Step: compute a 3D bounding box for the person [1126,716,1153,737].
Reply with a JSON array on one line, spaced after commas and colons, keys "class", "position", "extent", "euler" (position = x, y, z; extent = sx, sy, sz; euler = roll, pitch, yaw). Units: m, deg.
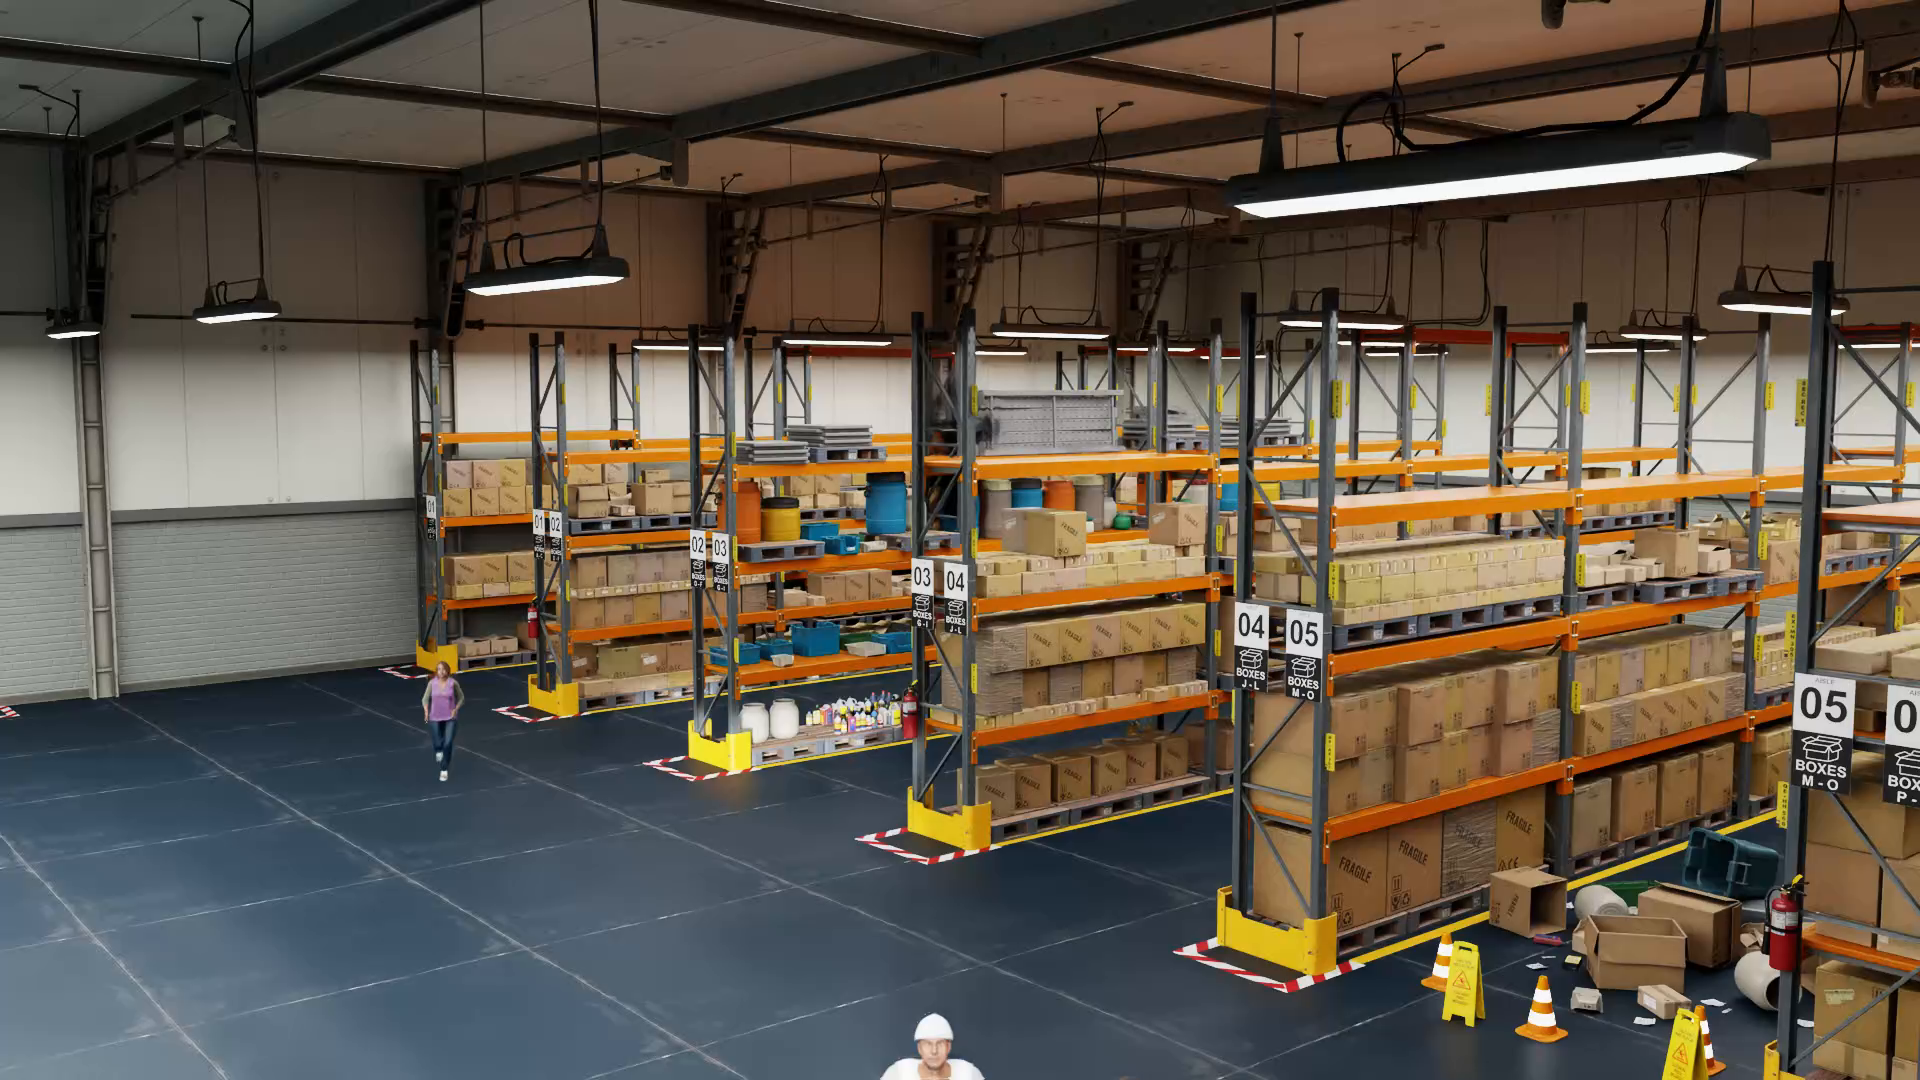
[{"class": "person", "position": [2.503, 1.876, 23.171], "extent": [0.670, 1.859, 0.712], "euler": [5, 7, 44]}]

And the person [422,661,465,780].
[{"class": "person", "position": [-6.826, 2.369, 22.000], "extent": [0.544, 1.559, 0.544], "euler": [-1, 5, -13]}]

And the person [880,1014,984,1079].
[{"class": "person", "position": [-0.151, 3.461, 9.123], "extent": [0.687, 1.734, 0.596], "euler": [0, 5, -3]}]
